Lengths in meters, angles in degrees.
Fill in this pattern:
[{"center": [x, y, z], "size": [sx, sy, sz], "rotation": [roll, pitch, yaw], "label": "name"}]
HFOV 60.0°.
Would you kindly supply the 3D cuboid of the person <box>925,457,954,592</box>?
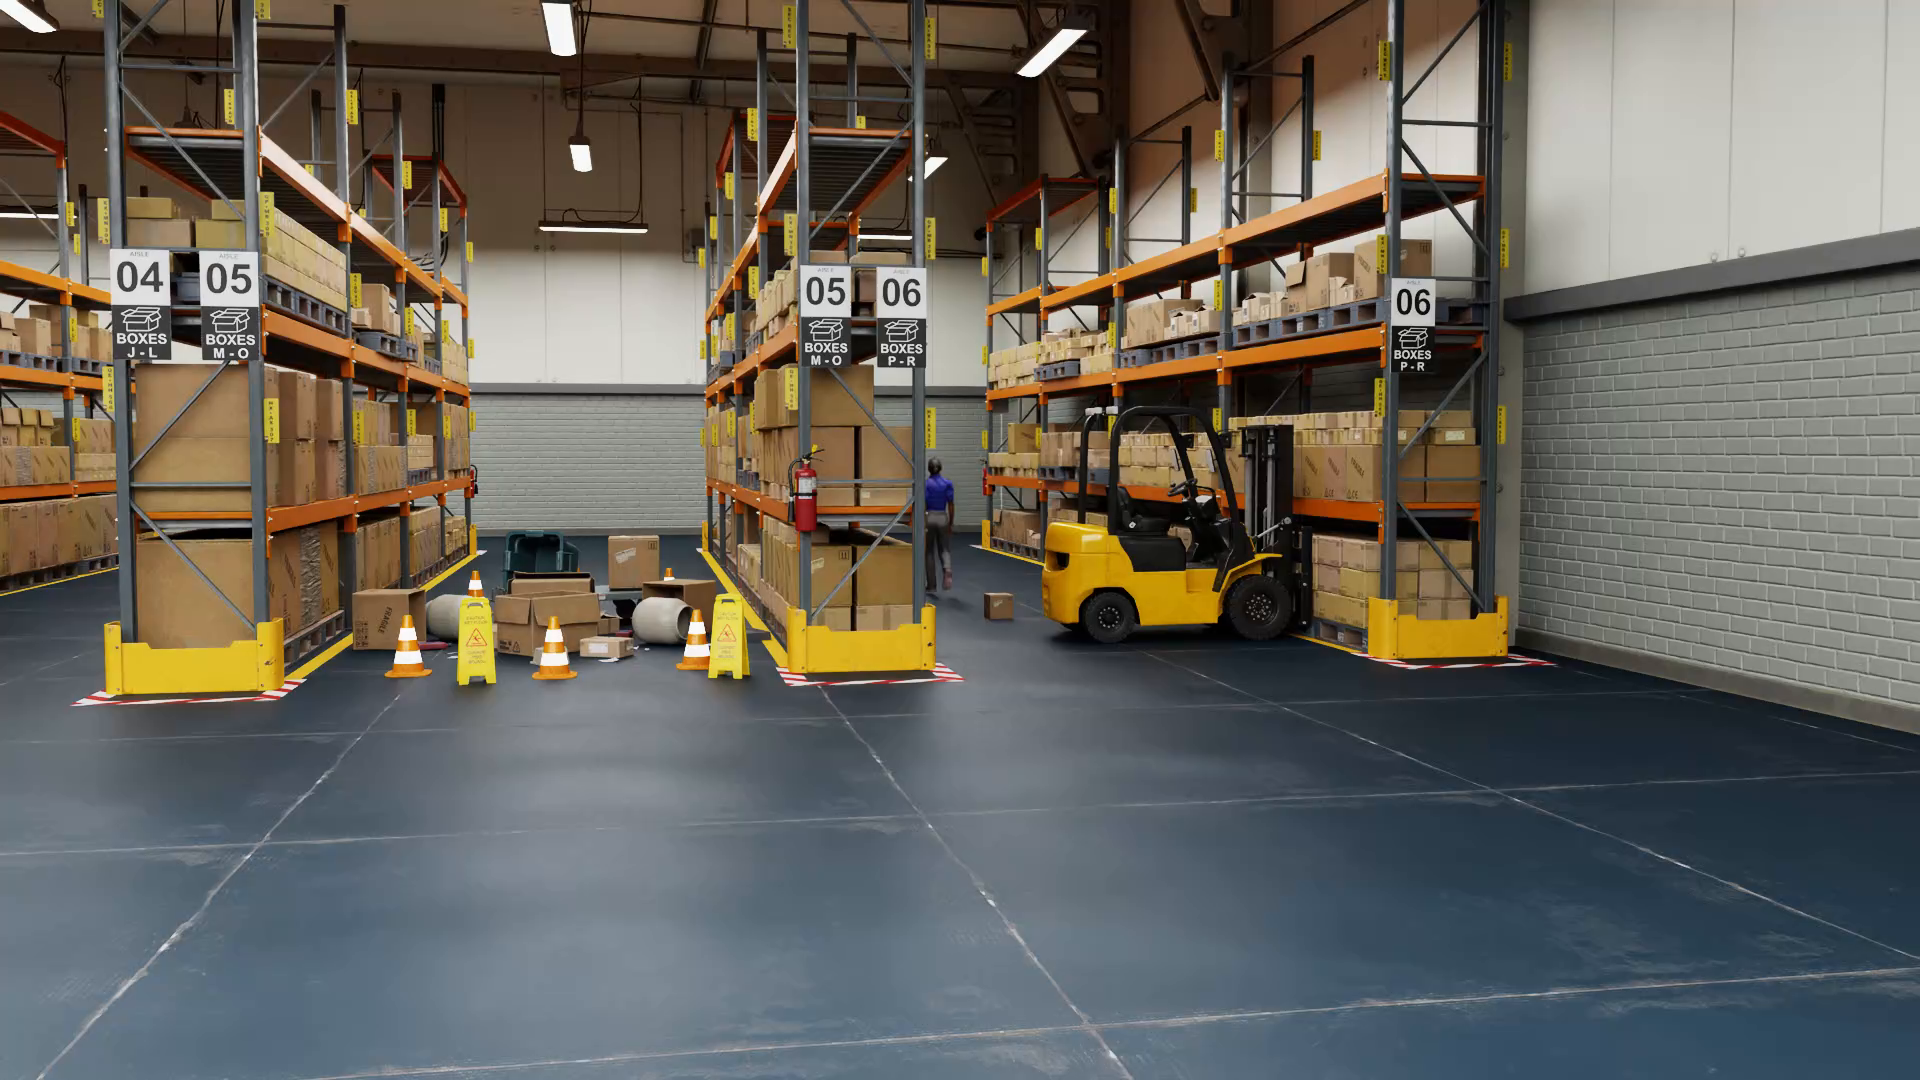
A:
[{"center": [-0.287, -0.181, 20.154], "size": [0.447, 1.641, 0.569], "rotation": [-1, 3, -16], "label": "person"}]
